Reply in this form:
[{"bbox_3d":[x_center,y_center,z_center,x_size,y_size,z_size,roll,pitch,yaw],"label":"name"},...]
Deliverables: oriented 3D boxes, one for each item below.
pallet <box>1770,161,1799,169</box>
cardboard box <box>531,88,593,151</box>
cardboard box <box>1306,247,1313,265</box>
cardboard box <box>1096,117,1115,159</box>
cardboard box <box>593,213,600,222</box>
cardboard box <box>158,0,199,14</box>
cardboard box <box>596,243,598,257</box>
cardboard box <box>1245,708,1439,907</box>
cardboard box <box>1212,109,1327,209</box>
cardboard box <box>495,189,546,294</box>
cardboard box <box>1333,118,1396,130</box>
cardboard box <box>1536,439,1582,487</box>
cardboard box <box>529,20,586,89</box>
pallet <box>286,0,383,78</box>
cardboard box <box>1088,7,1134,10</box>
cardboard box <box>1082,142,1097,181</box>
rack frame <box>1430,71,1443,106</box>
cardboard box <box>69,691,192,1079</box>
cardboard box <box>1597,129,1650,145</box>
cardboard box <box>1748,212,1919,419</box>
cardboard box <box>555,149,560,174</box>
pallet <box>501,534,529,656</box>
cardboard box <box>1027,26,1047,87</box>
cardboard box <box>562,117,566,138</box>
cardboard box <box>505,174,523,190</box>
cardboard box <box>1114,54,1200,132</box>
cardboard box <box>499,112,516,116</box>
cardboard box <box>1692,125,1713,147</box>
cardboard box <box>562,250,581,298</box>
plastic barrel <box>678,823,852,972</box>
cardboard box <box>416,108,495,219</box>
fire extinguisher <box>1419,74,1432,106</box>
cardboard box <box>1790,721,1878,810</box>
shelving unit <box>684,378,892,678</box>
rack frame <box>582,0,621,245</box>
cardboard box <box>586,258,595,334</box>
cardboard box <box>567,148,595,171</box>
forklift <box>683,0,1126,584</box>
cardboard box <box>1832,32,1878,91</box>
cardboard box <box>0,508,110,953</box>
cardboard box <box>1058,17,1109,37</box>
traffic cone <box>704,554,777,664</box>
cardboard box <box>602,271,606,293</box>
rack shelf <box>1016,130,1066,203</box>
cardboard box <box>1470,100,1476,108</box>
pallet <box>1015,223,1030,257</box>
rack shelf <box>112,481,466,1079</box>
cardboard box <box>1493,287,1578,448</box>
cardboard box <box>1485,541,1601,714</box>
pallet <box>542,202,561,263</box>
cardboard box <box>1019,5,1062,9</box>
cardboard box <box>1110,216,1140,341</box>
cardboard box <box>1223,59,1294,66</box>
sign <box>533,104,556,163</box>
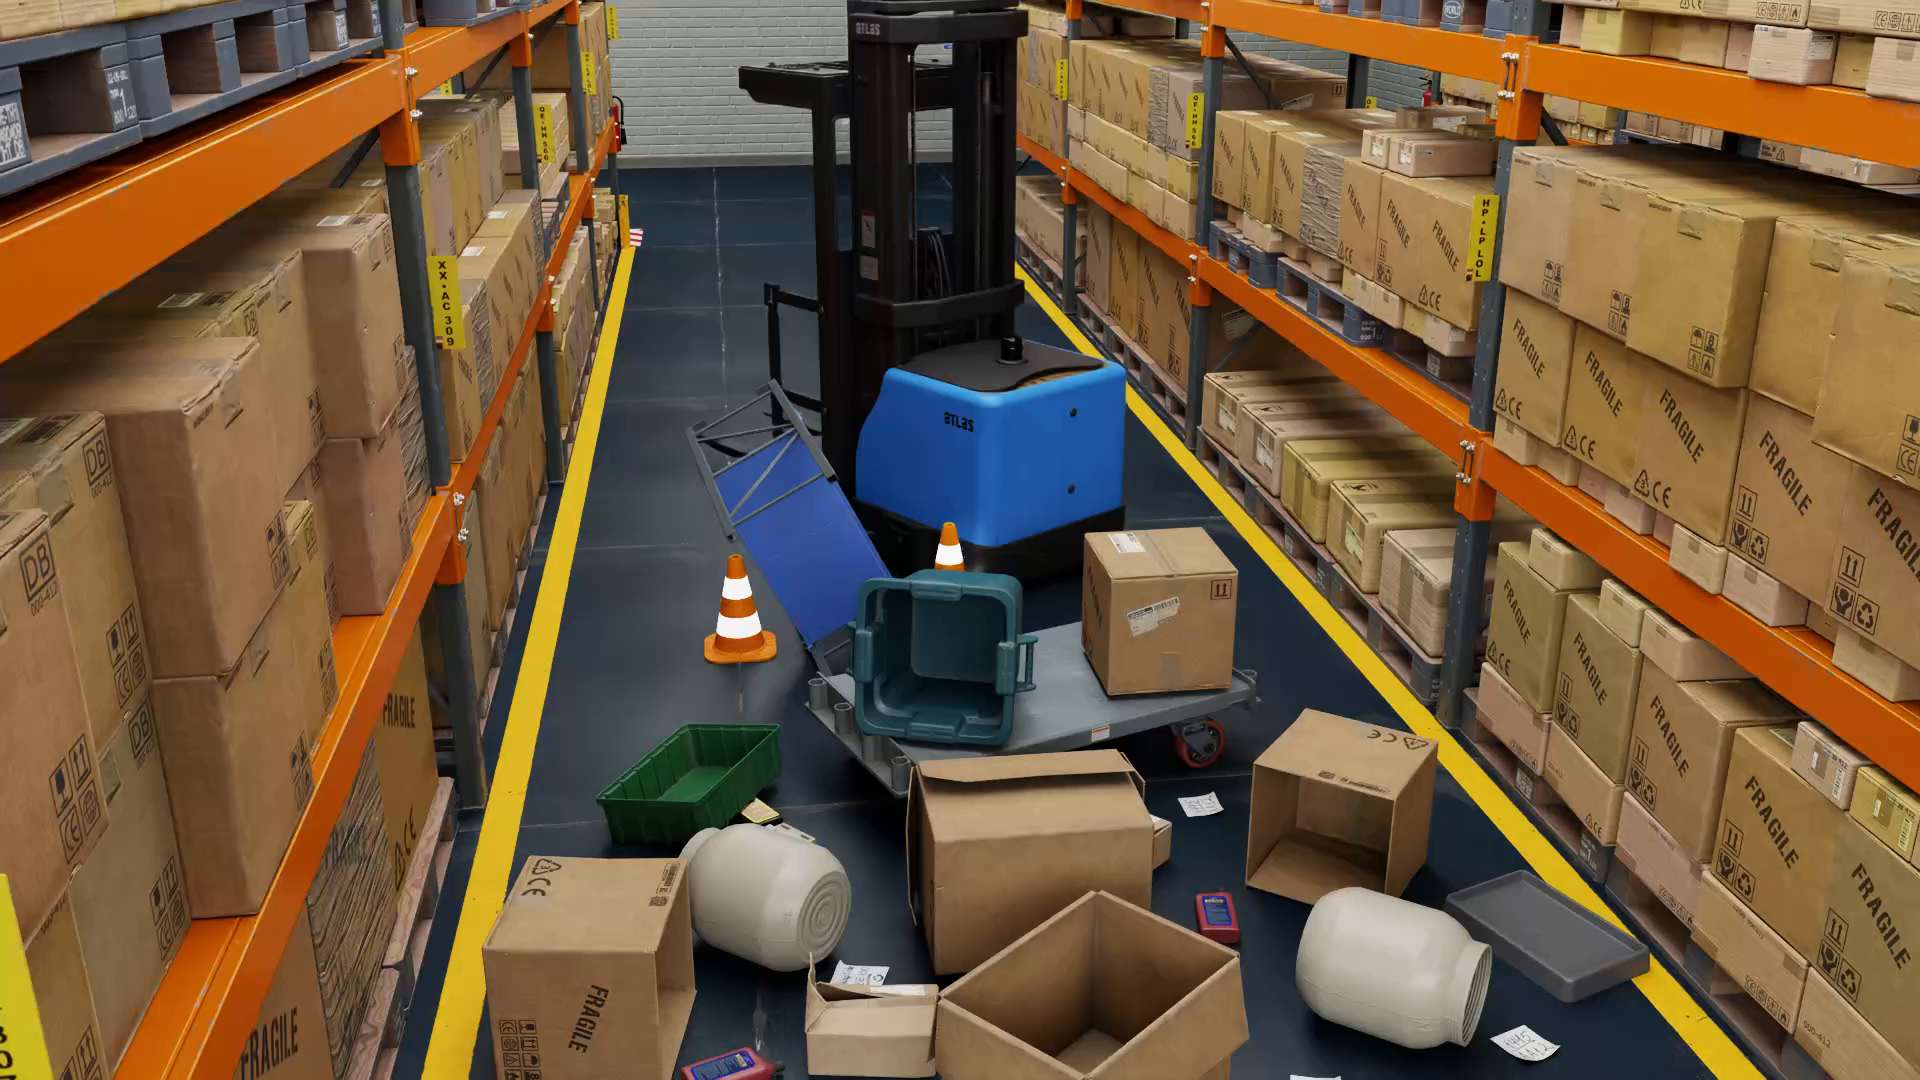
[{"bbox_3d":[6.596,-2.859,12.858,1.003,0.211,1.213,-3,21,-8],"label":"pallet"},{"bbox_3d":[-3.313,-3.495,13.718,0.500,0.500,0.500,-3,21,-9],"label":"cardboard box"},{"bbox_3d":[2.044,-1.513,8.738,0.380,0.149,0.250,-2,21,-6],"label":"cardboard box"},{"bbox_3d":[1.327,-3.051,12.598,0.500,0.250,0.500,-3,21,-7],"label":"cardboard box"},{"bbox_3d":[-3.535,-2.936,15.415,0.380,0.149,0.250,-3,21,-7],"label":"cardboard box"},{"bbox_3d":[-1.675,-1.072,3.129,0.380,0.149,0.250,-3,21,-8],"label":"cardboard box"},{"bbox_3d":[-3.475,-2.622,14.999,0.380,0.149,0.250,-2,21,-5],"label":"cardboard box"},{"bbox_3d":[1.354,0.970,5.900,0.500,0.500,0.500,12,24,29],"label":"cardboard box"},{"bbox_3d":[1.806,-2.239,9.757,0.500,0.500,0.500,-4,21,-9],"label":"cardboard box"},{"bbox_3d":[-2.583,-1.644,9.187,0.500,0.500,0.500,-3,21,-8],"label":"cardboard box"},{"bbox_3d":[2.396,-2.085,9.343,0.500,0.500,0.500,-3,21,-9],"label":"cardboard box"},{"bbox_3d":[2.362,-0.311,6.121,0.380,0.149,0.250,-2,21,-6],"label":"cardboard box"},{"bbox_3d":[-3.315,-3.947,13.501,0.500,0.500,0.500,-2,21,-6],"label":"cardboard box"},{"bbox_3d":[-2.230,-1.434,4.609,1.003,0.211,1.213,-3,21,-8],"label":"pallet"},{"bbox_3d":[1.404,-4.879,15.492,0.380,0.149,0.250,-3,21,-8],"label":"cardboard box"},{"bbox_3d":[1.271,-2.994,13.159,0.500,0.250,0.500,-3,21,-9],"label":"cardboard box"},{"bbox_3d":[5.728,-5.045,18.438,1.000,3.000,0.127,-3,21,-8],"label":"rack frame"},{"bbox_3d":[-1.960,0.645,2.988,0.875,0.550,0.550,-3,21,-8],"label":"cardboard box"},{"bbox_3d":[6.009,-3.641,15.035,0.380,0.149,0.250,-3,21,-7],"label":"cardboard box"},{"bbox_3d":[2.658,-0.601,4.542,0.700,0.500,0.500,-3,21,-8],"label":"cardboard box"},{"bbox_3d":[-3.084,-2.717,11.961,0.380,0.149,0.250,-4,21,-10],"label":"cardboard box"},{"bbox_3d":[-2.702,0.265,8.204,1.003,0.211,1.213,-3,21,-8],"label":"pallet"},{"bbox_3d":[0.904,-4.425,15.206,0.500,0.500,0.500,-3,21,-7],"label":"cardboard box"},{"bbox_3d":[-3.199,-3.124,12.626,0.380,0.149,0.250,-3,21,-7],"label":"cardboard box"},{"bbox_3d":[-2.785,-2.135,9.979,0.380,0.149,0.250,-2,21,-5],"label":"cardboard box"},{"bbox_3d":[1.423,-3.230,12.005,0.500,0.500,0.500,-3,21,-9],"label":"cardboard box"},{"bbox_3d":[-3.052,-2.902,11.606,0.380,0.149,0.250,-4,21,-10],"label":"cardboard box"},{"bbox_3d":[6.125,-3.294,13.340,0.396,0.266,0.258,-2,21,-5],"label":"cardboard box"},{"bbox_3d":[-2.982,-1.895,11.904,0.500,0.250,0.500,-4,21,-10],"label":"cardboard box"},{"bbox_3d":[-0.656,1.168,5.484,0.512,0.421,0.421,12,24,30],"label":"plastic barrel"},{"bbox_3d":[-2.785,-1.924,8.507,0.700,0.500,0.500,-3,21,-9],"label":"cardboard box"},{"bbox_3d":[5.249,-4.862,18.591,0.296,0.674,0.183,-3,21,-8],"label":"fire extinguisher"},{"bbox_3d":[2.561,0.616,4.612,0.380,0.149,0.250,-2,21,-5],"label":"cardboard box"},{"bbox_3d":[-0.674,0.024,7.457,0.538,1.048,1.500,-30,25,-3],"label":"shelving unit"},{"bbox_3d":[-4.067,-4.509,17.002,1.000,3.000,0.127,-3,21,-8],"label":"rack frame"},{"bbox_3d":[-3.135,-1.906,13.006,0.500,0.500,0.500,-3,21,-9],"label":"cardboard box"},{"bbox_3d":[-3.208,-3.121,13.645,0.380,0.149,0.250,-2,21,-6],"label":"cardboard box"},{"bbox_3d":[-0.481,-1.544,9.162,1.130,2.935,3.031,-17,27,-39],"label":"forklift"},{"bbox_3d":[2.570,-1.271,4.405,0.380,0.149,0.250,-3,21,-7],"label":"cardboard box"},{"bbox_3d":[-1.776,0.324,2.304,0.875,0.550,0.550,-3,21,-8],"label":"cardboard box"},{"bbox_3d":[1.034,-4.319,13.993,0.380,0.149,0.250,-3,21,-9],"label":"cardboard box"},{"bbox_3d":[-1.036,0.294,7.769,0.336,0.463,0.334,-3,21,-8],"label":"traffic cone"},{"bbox_3d":[-3.263,-2.220,14.347,0.380,0.149,0.250,-2,21,-6],"label":"cardboard box"},{"bbox_3d":[1.105,-3.764,16.036,1.077,0.370,4.000,-3,21,-8],"label":"rack shelf"},{"bbox_3d":[5.658,-4.625,17.672,0.380,0.149,0.250,-3,21,-8],"label":"cardboard box"},{"bbox_3d":[1.009,-3.215,17.521,1.003,0.211,1.213,-3,21,-8],"label":"pallet"},{"bbox_3d":[-2.049,0.675,4.150,1.077,0.370,4.000,-3,21,-8],"label":"rack shelf"},{"bbox_3d":[2.334,-0.659,6.125,0.500,0.500,0.500,-3,21,-8],"label":"cardboard box"},{"bbox_3d":[2.364,0.319,6.333,0.500,0.500,0.500,-2,21,-5],"label":"cardboard box"},{"bbox_3d":[-3.122,-1.891,10.266,1.213,0.211,1.003,-3,21,-8],"label":"pallet"},{"bbox_3d":[0.766,-5.026,15.887,0.380,0.149,0.250,-3,21,-7],"label":"cardboard box"},{"bbox_3d":[1.700,-2.087,12.954,0.875,0.875,0.875,-2,21,-6],"label":"cardboard box"},{"bbox_3d":[2.000,-3.073,11.586,0.500,0.500,0.500,-2,21,-6],"label":"cardboard box"},{"bbox_3d":[-2.365,-2.311,9.461,0.100,0.325,0.005,-3,21,-8],"label":"sign"}]
